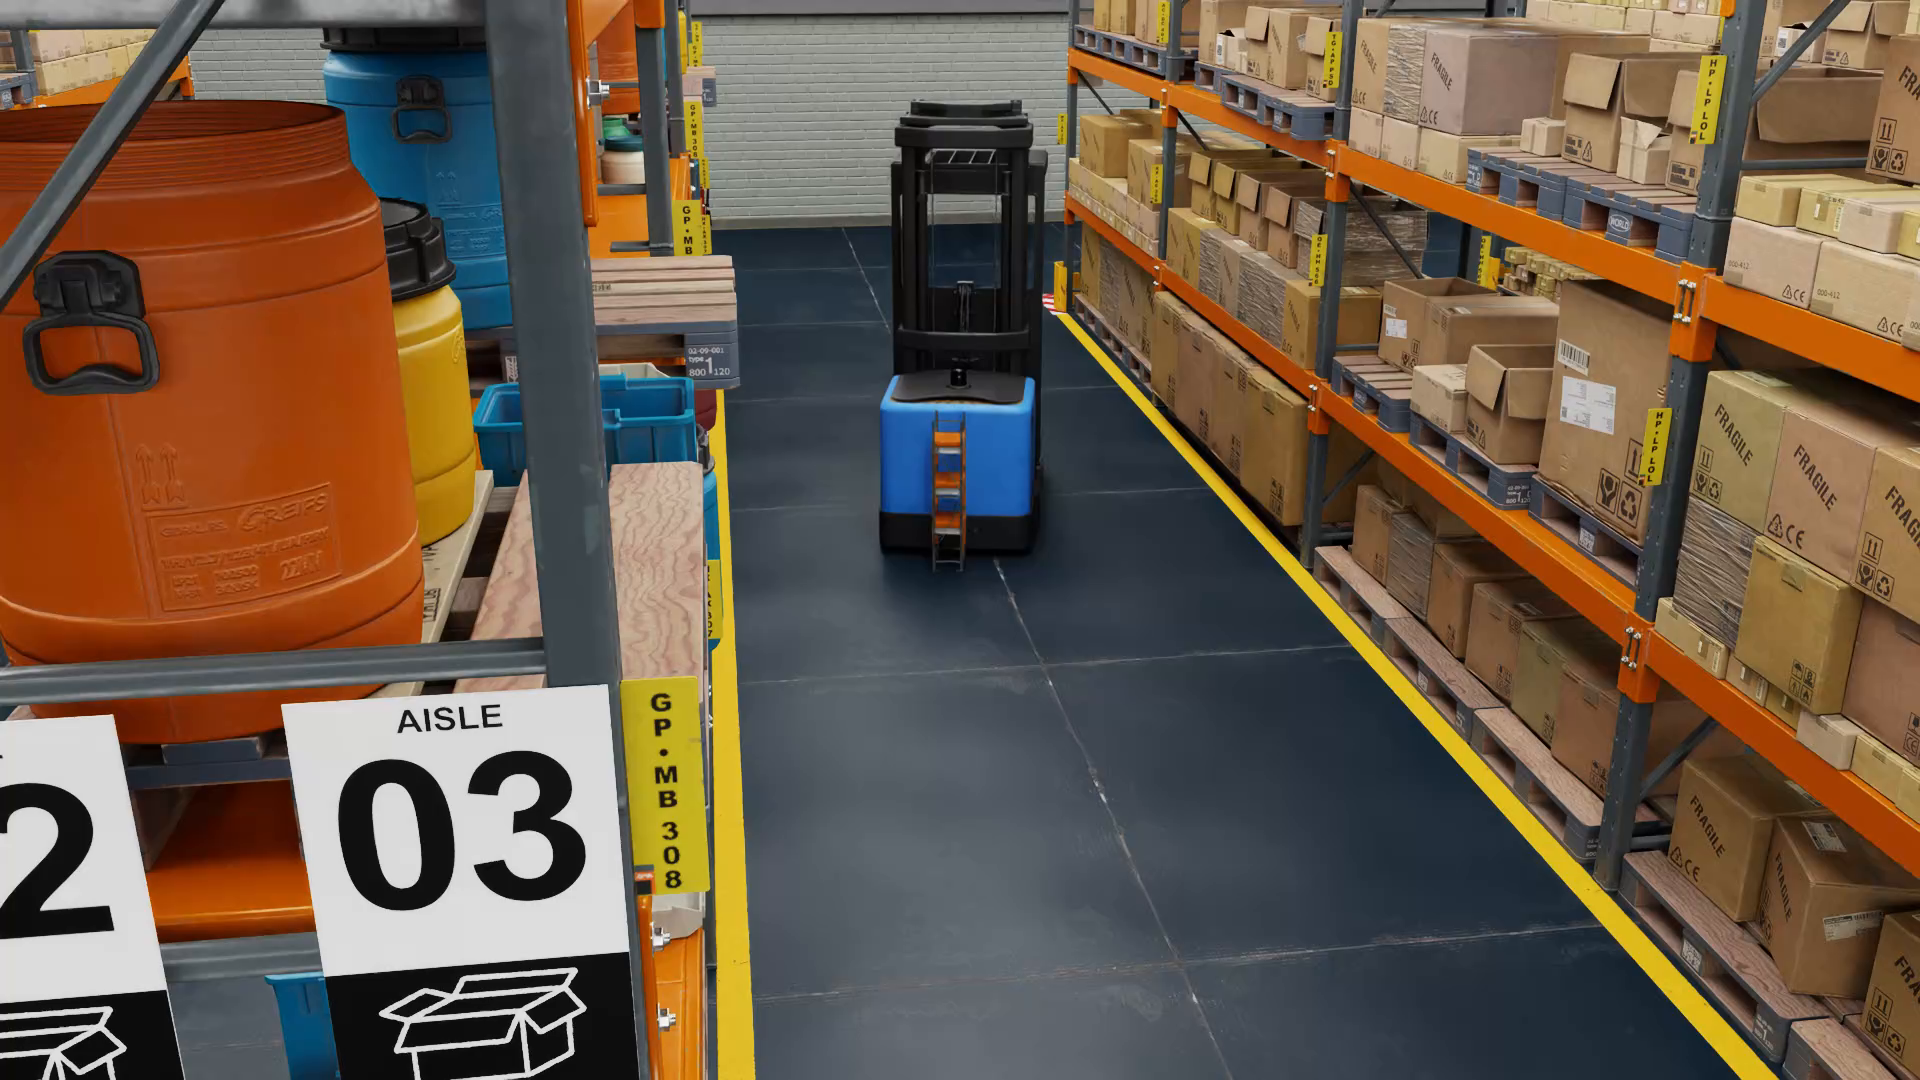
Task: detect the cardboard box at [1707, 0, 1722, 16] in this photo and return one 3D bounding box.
[{"bbox_3d":[6.838,-4.701,14.658,0.380,0.149,0.250,-4,21,-10],"label":"cardboard box"}]

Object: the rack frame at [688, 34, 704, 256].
[{"bbox_3d":[-3.246,-3.770,17.523,1.000,3.000,0.127,-3,21,-8],"label":"rack frame"}]

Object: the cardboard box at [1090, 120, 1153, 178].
[{"bbox_3d":[1.610,-3.908,16.611,0.500,0.500,0.500,-3,21,-9],"label":"cardboard box"}]

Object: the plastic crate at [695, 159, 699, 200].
[{"bbox_3d":[-3.013,-3.708,17.222,0.616,0.435,0.499,-3,21,-8],"label":"plastic crate"}]

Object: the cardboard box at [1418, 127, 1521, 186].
[{"bbox_3d":[2.781,-2.054,8.856,0.500,0.250,0.500,-2,21,-7],"label":"cardboard box"}]

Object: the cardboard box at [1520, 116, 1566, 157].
[{"bbox_3d":[3.016,-2.002,8.235,0.380,0.166,0.250,-3,21,-9],"label":"cardboard box"}]

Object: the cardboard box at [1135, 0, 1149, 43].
[{"bbox_3d":[1.986,-4.785,15.067,0.700,0.500,0.500,-2,21,-5],"label":"cardboard box"}]

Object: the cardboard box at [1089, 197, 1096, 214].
[{"bbox_3d":[1.530,-3.407,16.910,0.380,0.149,0.250,-3,21,-9],"label":"cardboard box"}]

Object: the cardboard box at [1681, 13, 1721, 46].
[{"bbox_3d":[6.836,-4.566,14.868,0.500,0.250,0.500,-4,21,-10],"label":"cardboard box"}]

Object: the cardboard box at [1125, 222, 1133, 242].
[{"bbox_3d":[1.752,-2.873,15.482,0.380,0.149,0.250,-3,21,-7],"label":"cardboard box"}]

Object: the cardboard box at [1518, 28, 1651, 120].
[{"bbox_3d":[3.265,-2.435,8.803,0.500,0.500,0.500,-3,21,-7],"label":"cardboard box"}]

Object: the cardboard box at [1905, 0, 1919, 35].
[{"bbox_3d":[7.210,-3.847,12.206,0.396,0.266,0.258,-3,21,-8],"label":"cardboard box"}]

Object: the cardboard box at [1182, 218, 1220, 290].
[{"bbox_3d":[2.124,-2.336,13.541,0.500,0.500,0.500,-3,21,-8],"label":"cardboard box"}]

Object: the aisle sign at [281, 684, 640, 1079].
[{"bbox_3d":[-0.640,0.562,2.209,0.394,0.787,0.004,-3,21,-8],"label":"aisle sign"}]

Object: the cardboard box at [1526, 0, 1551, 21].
[{"bbox_3d":[6.385,-5.636,17.731,0.500,0.250,0.500,-3,21,-7],"label":"cardboard box"}]

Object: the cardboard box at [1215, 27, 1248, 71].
[{"bbox_3d":[2.301,-3.811,12.872,0.500,0.311,0.500,-4,21,-10],"label":"cardboard box"}]

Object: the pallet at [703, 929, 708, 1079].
[{"bbox_3d":[-1.461,1.926,6.259,1.003,0.211,1.213,-3,21,-8],"label":"pallet"}]

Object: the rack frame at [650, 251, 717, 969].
[{"bbox_3d":[-1.516,0.385,6.399,1.000,3.000,0.127,-3,21,-8],"label":"rack frame"}]

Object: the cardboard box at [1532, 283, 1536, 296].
[{"bbox_3d":[6.498,-2.727,18.204,0.380,0.149,0.250,-3,21,-7],"label":"cardboard box"}]

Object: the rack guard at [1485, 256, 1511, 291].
[{"bbox_3d":[6.589,-3.038,19.135,1.175,0.500,0.348,-3,21,-8],"label":"rack guard"}]

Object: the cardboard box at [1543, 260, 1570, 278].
[{"bbox_3d":[6.503,-2.912,17.849,0.380,0.149,0.250,-4,21,-10],"label":"cardboard box"}]

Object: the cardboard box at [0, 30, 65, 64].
[{"bbox_3d":[-7.396,-3.887,13.048,0.500,0.250,0.500,-3,21,-8],"label":"cardboard box"}]

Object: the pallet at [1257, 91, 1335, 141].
[{"bbox_3d":[2.663,-2.787,10.874,1.213,0.211,1.003,-2,21,-5],"label":"pallet"}]

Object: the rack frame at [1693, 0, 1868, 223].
[{"bbox_3d":[3.385,-2.676,6.019,1.000,3.000,0.127,-3,21,-8],"label":"rack frame"}]

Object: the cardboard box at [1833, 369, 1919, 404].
[{"bbox_3d":[3.722,-0.378,6.444,0.500,0.500,0.500,-3,21,-8],"label":"cardboard box"}]

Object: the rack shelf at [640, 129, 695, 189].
[{"bbox_3d":[-2.381,-2.761,11.562,1.077,0.370,4.000,-3,21,-8],"label":"rack shelf"}]

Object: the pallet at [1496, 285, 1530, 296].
[{"bbox_3d":[6.671,-2.619,18.428,1.003,0.211,1.213,-3,21,-8],"label":"pallet"}]

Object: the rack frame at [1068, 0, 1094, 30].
[{"bbox_3d":[1.655,-6.830,17.143,1.000,3.000,0.127,-3,21,-8],"label":"rack frame"}]

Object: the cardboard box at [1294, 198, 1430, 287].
[{"bbox_3d":[2.719,-2.021,11.263,0.797,0.503,0.637,-2,21,-6],"label":"cardboard box"}]

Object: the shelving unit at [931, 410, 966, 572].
[{"bbox_3d":[-0.073,-0.322,11.078,0.215,1.050,0.252,2,21,4],"label":"shelving unit"}]

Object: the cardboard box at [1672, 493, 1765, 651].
[{"bbox_3d":[3.389,0.108,6.573,0.875,0.500,0.500,-3,21,-8],"label":"cardboard box"}]

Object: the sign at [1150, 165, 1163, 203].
[{"bbox_3d":[1.683,-3.049,14.243,0.100,0.325,0.005,-3,21,-8],"label":"sign"}]

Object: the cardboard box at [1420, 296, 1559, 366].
[{"bbox_3d":[3.105,-1.121,9.686,0.700,0.500,0.500,0,20,0],"label":"cardboard box"}]

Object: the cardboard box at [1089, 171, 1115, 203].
[{"bbox_3d":[1.607,-3.555,16.738,0.500,0.250,0.500,-4,21,-10],"label":"cardboard box"}]

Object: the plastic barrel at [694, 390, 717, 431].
[{"bbox_3d":[-1.726,-0.919,9.694,0.600,0.536,0.708,-3,21,-8],"label":"plastic barrel"}]

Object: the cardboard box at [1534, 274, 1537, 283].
[{"bbox_3d":[6.506,-2.863,18.145,0.380,0.149,0.250,-3,21,-7],"label":"cardboard box"}]

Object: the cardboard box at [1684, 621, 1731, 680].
[{"bbox_3d":[3.141,0.429,6.639,0.380,0.149,0.250,-3,21,-8],"label":"cardboard box"}]

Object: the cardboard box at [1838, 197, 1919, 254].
[{"bbox_3d":[3.251,-1.075,5.664,0.380,0.149,0.250,-3,21,-7],"label":"cardboard box"}]

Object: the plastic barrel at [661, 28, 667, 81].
[{"bbox_3d":[-2.272,-3.639,11.568,0.600,0.901,0.708,-3,21,-8],"label":"plastic barrel"}]

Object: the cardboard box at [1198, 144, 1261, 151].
[{"bbox_3d":[2.416,-3.234,14.806,0.500,0.500,0.500,-3,21,-8],"label":"cardboard box"}]

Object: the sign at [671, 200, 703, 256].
[{"bbox_3d":[-0.970,-1.049,5.937,0.100,0.325,0.005,-3,21,-8],"label":"sign"}]

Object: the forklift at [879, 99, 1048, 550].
[{"bbox_3d":[0.075,-1.777,12.286,1.130,2.935,3.031,2,21,4],"label":"forklift"}]

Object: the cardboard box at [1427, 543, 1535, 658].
[{"bbox_3d":[3.106,0.333,9.481,0.700,0.500,0.500,-1,21,-3],"label":"cardboard box"}]

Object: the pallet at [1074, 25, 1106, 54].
[{"bbox_3d":[1.772,-5.127,16.997,1.003,0.211,1.213,-3,21,-8],"label":"pallet"}]

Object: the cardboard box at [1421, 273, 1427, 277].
[{"bbox_3d":[2.931,-1.657,11.724,0.500,0.500,0.500,-3,21,-9],"label":"cardboard box"}]

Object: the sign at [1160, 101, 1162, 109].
[{"bbox_3d":[2.194,-4.696,18.009,0.100,0.325,0.005,-3,21,-8],"label":"sign"}]

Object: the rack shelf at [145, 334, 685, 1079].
[{"bbox_3d":[-1.228,0.009,4.146,1.077,0.370,4.000,-3,21,-8],"label":"rack shelf"}]

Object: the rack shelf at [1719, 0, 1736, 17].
[{"bbox_3d":[3.097,-2.844,8.068,1.077,0.370,4.000,-3,21,-8],"label":"rack shelf"}]

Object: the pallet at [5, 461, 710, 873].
[{"bbox_3d":[-0.962,0.161,2.980,1.003,0.211,1.213,-3,21,-8],"label":"pallet"}]

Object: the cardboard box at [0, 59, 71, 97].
[{"bbox_3d":[-7.397,-3.652,13.136,0.500,0.250,0.500,-3,21,-8],"label":"cardboard box"}]

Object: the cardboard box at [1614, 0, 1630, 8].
[{"bbox_3d":[6.570,-5.234,16.085,0.380,0.149,0.250,-3,21,-9],"label":"cardboard box"}]
